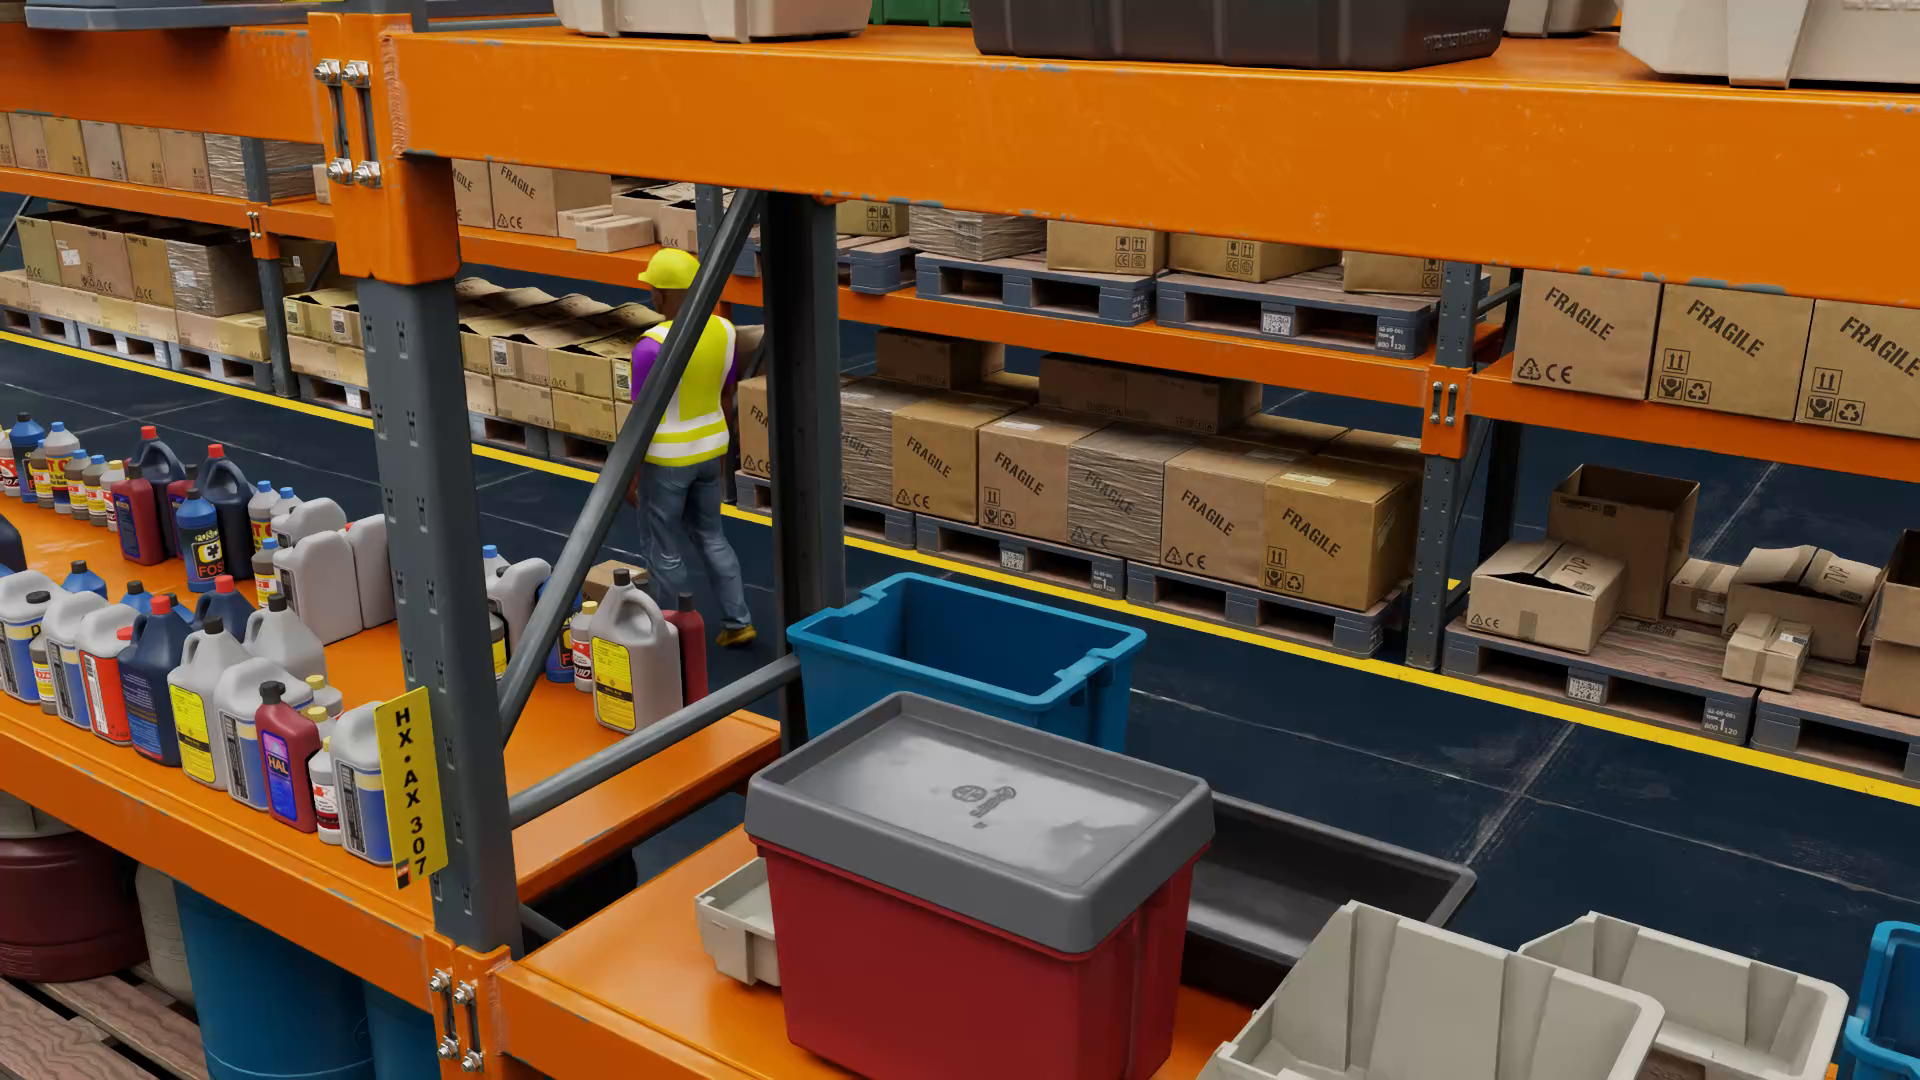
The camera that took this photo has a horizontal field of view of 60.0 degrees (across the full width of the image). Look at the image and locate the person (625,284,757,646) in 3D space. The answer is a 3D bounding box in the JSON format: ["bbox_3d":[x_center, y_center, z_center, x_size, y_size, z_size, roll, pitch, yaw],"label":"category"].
[{"bbox_3d":[-1.192,-0.299,7.051,0.490,1.810,0.570,13,24,33],"label":"person"}]
